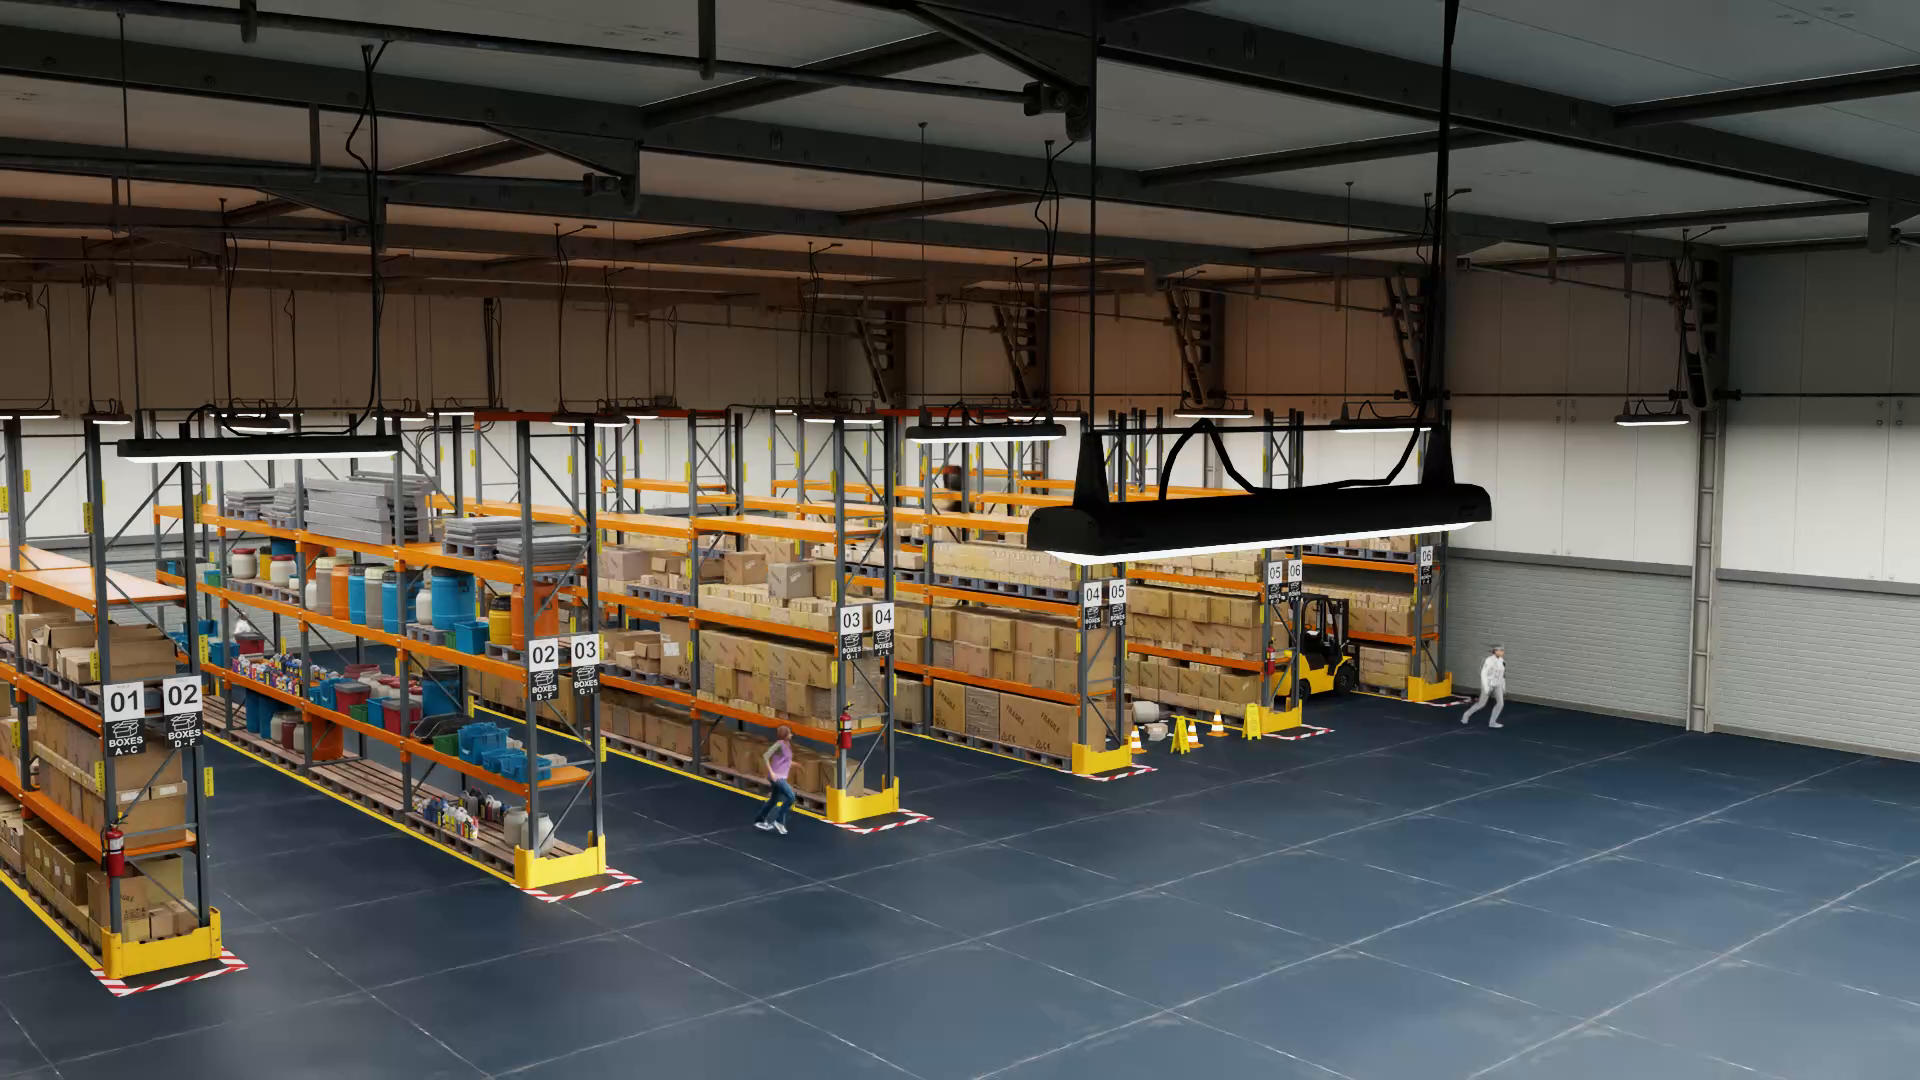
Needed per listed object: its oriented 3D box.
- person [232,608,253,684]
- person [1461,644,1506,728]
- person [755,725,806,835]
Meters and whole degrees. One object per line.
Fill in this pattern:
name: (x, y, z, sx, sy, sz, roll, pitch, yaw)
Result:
person: (-15.688, 2.313, 36.518, 0.518, 1.632, 0.634, 0, 5, -5)
person: (9.995, 2.743, 31.641, 0.723, 1.611, 0.672, -3, 6, -33)
person: (-2.608, 3.468, 23.945, 0.762, 1.572, 0.481, 1, 5, 9)
